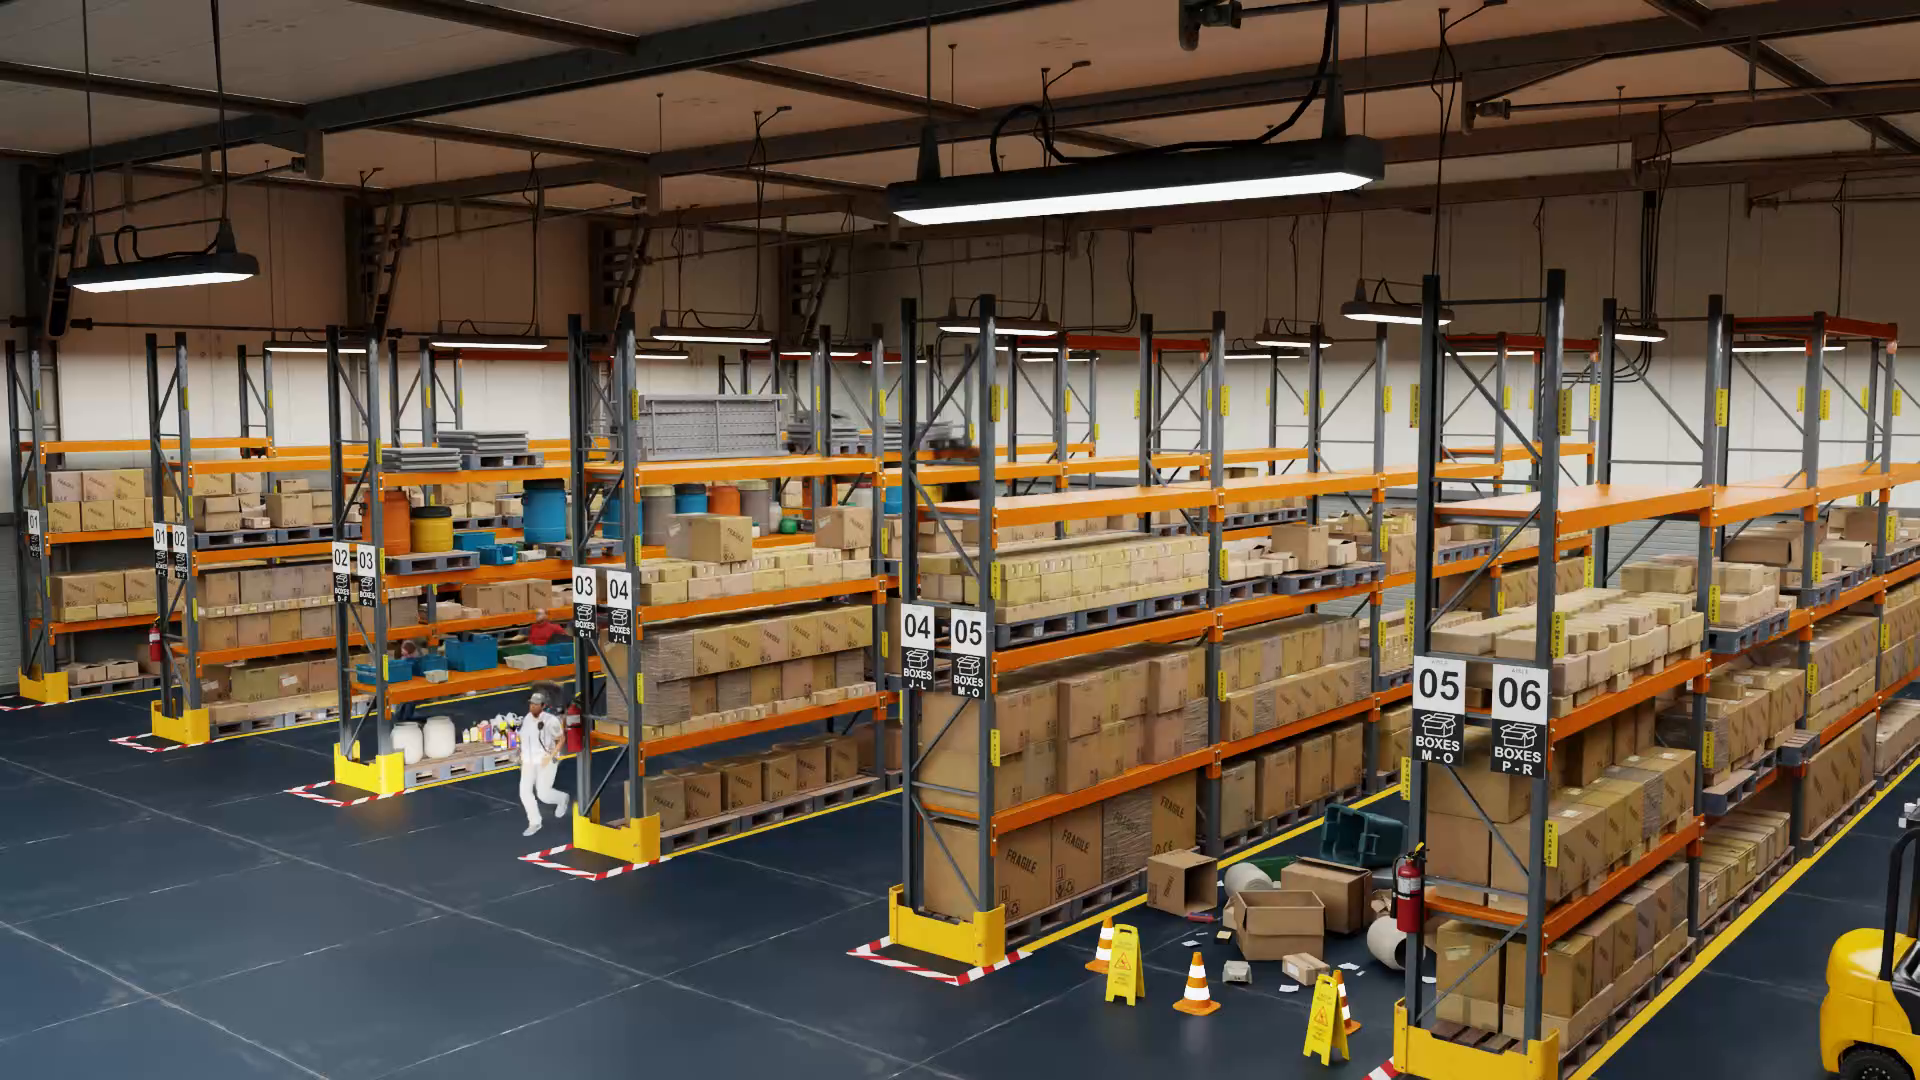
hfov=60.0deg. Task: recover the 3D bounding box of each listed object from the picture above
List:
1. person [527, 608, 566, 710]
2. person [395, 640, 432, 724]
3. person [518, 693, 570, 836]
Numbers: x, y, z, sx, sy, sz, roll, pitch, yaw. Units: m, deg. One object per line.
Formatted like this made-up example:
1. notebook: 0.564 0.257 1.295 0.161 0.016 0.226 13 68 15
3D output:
1. person: -6.707 1.941 26.687 0.674 1.685 0.606 2 6 25
2. person: -7.951 2.219 24.185 0.583 1.543 0.594 4 6 35
3. person: -4.916 2.603 19.575 0.622 1.645 0.700 2 6 21
